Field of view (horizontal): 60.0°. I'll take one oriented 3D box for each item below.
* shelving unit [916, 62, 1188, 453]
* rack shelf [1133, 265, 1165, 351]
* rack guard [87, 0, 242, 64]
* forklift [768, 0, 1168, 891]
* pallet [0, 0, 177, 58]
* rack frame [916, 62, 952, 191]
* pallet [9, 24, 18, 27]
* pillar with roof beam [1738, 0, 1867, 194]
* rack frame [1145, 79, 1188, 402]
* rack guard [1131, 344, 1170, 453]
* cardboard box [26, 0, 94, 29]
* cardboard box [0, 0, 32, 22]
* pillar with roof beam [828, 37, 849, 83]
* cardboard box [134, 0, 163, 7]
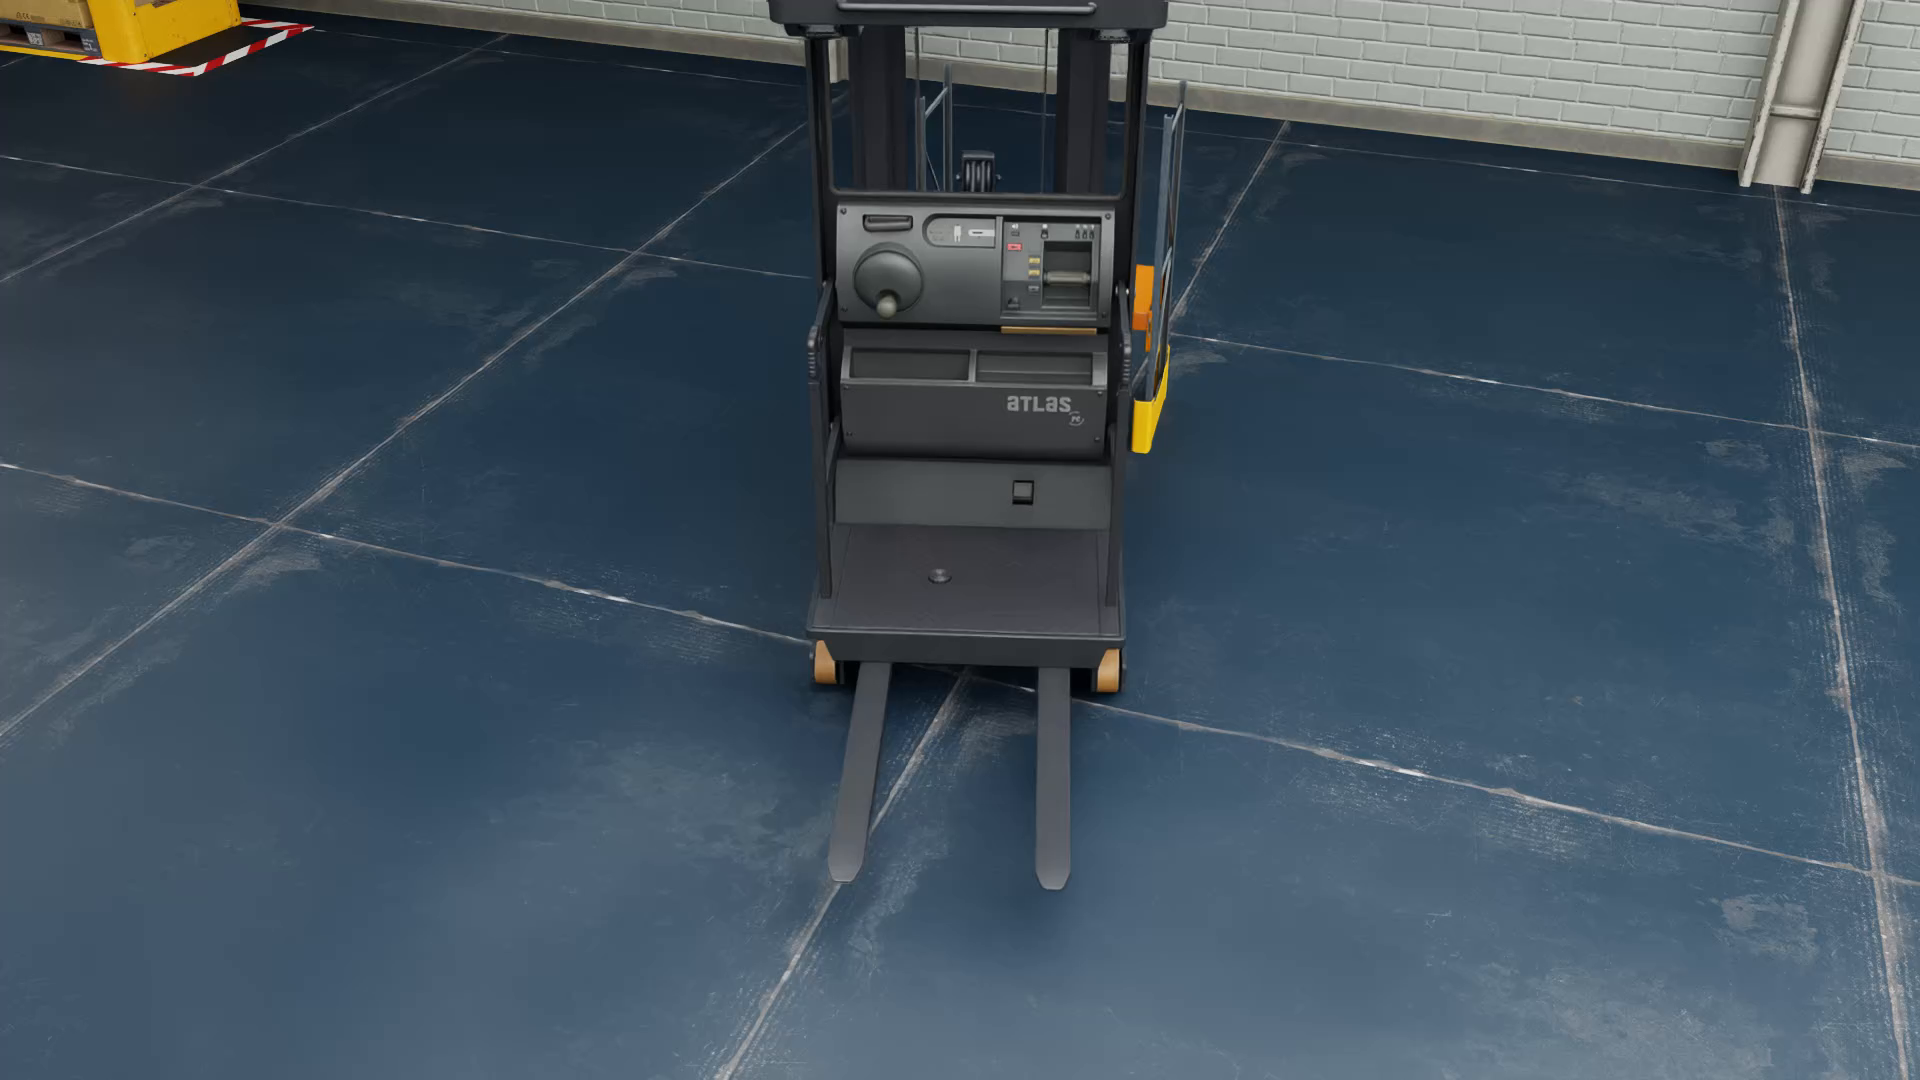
[{"bbox_3d":[0.378,-1.236,7.282,1.083,1.500,0.587,8,34,11],"label":"shelving unit"},{"bbox_3d":[0.387,-1.084,7.377,1.000,0.185,0.538,8,34,11],"label":"rack shelf"},{"bbox_3d":[-5.961,-4.003,12.489,0.348,0.500,1.175,11,34,16],"label":"rack guard"},{"bbox_3d":[0.041,-0.869,5.393,1.130,2.935,3.031,2,33,2],"label":"forklift"},{"bbox_3d":[-6.717,-4.004,12.757,1.213,0.211,1.003,11,34,16],"label":"pallet"},{"bbox_3d":[-0.107,-1.300,7.381,0.032,1.500,0.500,8,34,11],"label":"rack frame"},{"bbox_3d":[-7.862,-4.229,13.105,1.213,0.211,1.003,11,34,16],"label":"pallet"},{"bbox_3d":[3.509,-3.771,4.295,0.400,9.000,9.100,11,34,16],"label":"pillar with roof beam"},{"bbox_3d":[0.881,-1.170,7.179,0.032,1.500,0.500,8,34,11],"label":"rack frame"},{"bbox_3d":[0.862,-0.647,7.522,0.087,0.250,0.587,8,34,11],"label":"rack guard"},{"bbox_3d":[-6.532,-4.003,12.333,0.500,0.250,0.500,11,35,17],"label":"cardboard box"},{"bbox_3d":[-6.997,-4.099,12.481,0.500,0.250,0.500,11,34,16],"label":"cardboard box"},{"bbox_3d":[-2.139,-4.869,5.995,0.400,9.000,9.100,11,34,16],"label":"pillar with roof beam"},{"bbox_3d":[-6.380,-4.268,12.743,0.500,0.250,0.500,11,34,17],"label":"cardboard box"}]
